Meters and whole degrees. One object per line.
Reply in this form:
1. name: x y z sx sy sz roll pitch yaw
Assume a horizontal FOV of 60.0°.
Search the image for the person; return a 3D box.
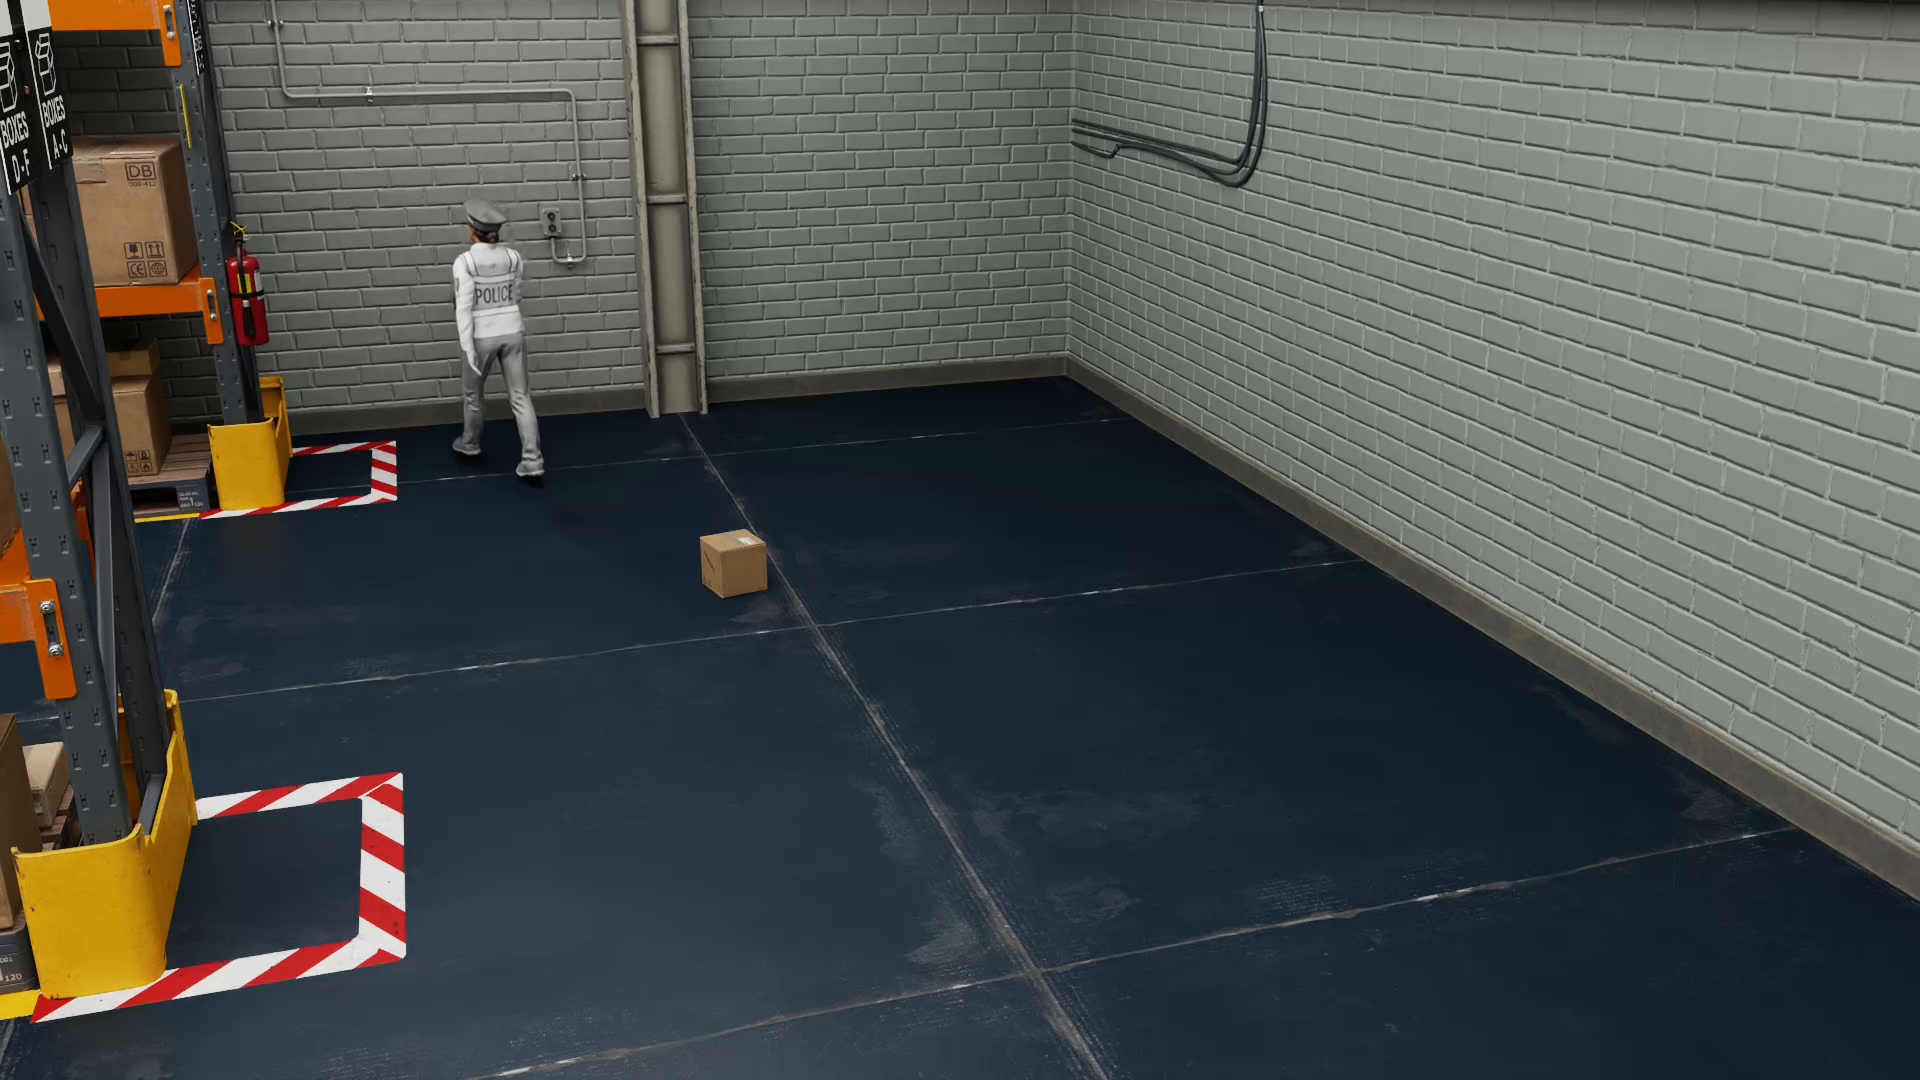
1. person: -2.845 -1.241 10.017 0.470 1.627 1.003 -12 23 -31
